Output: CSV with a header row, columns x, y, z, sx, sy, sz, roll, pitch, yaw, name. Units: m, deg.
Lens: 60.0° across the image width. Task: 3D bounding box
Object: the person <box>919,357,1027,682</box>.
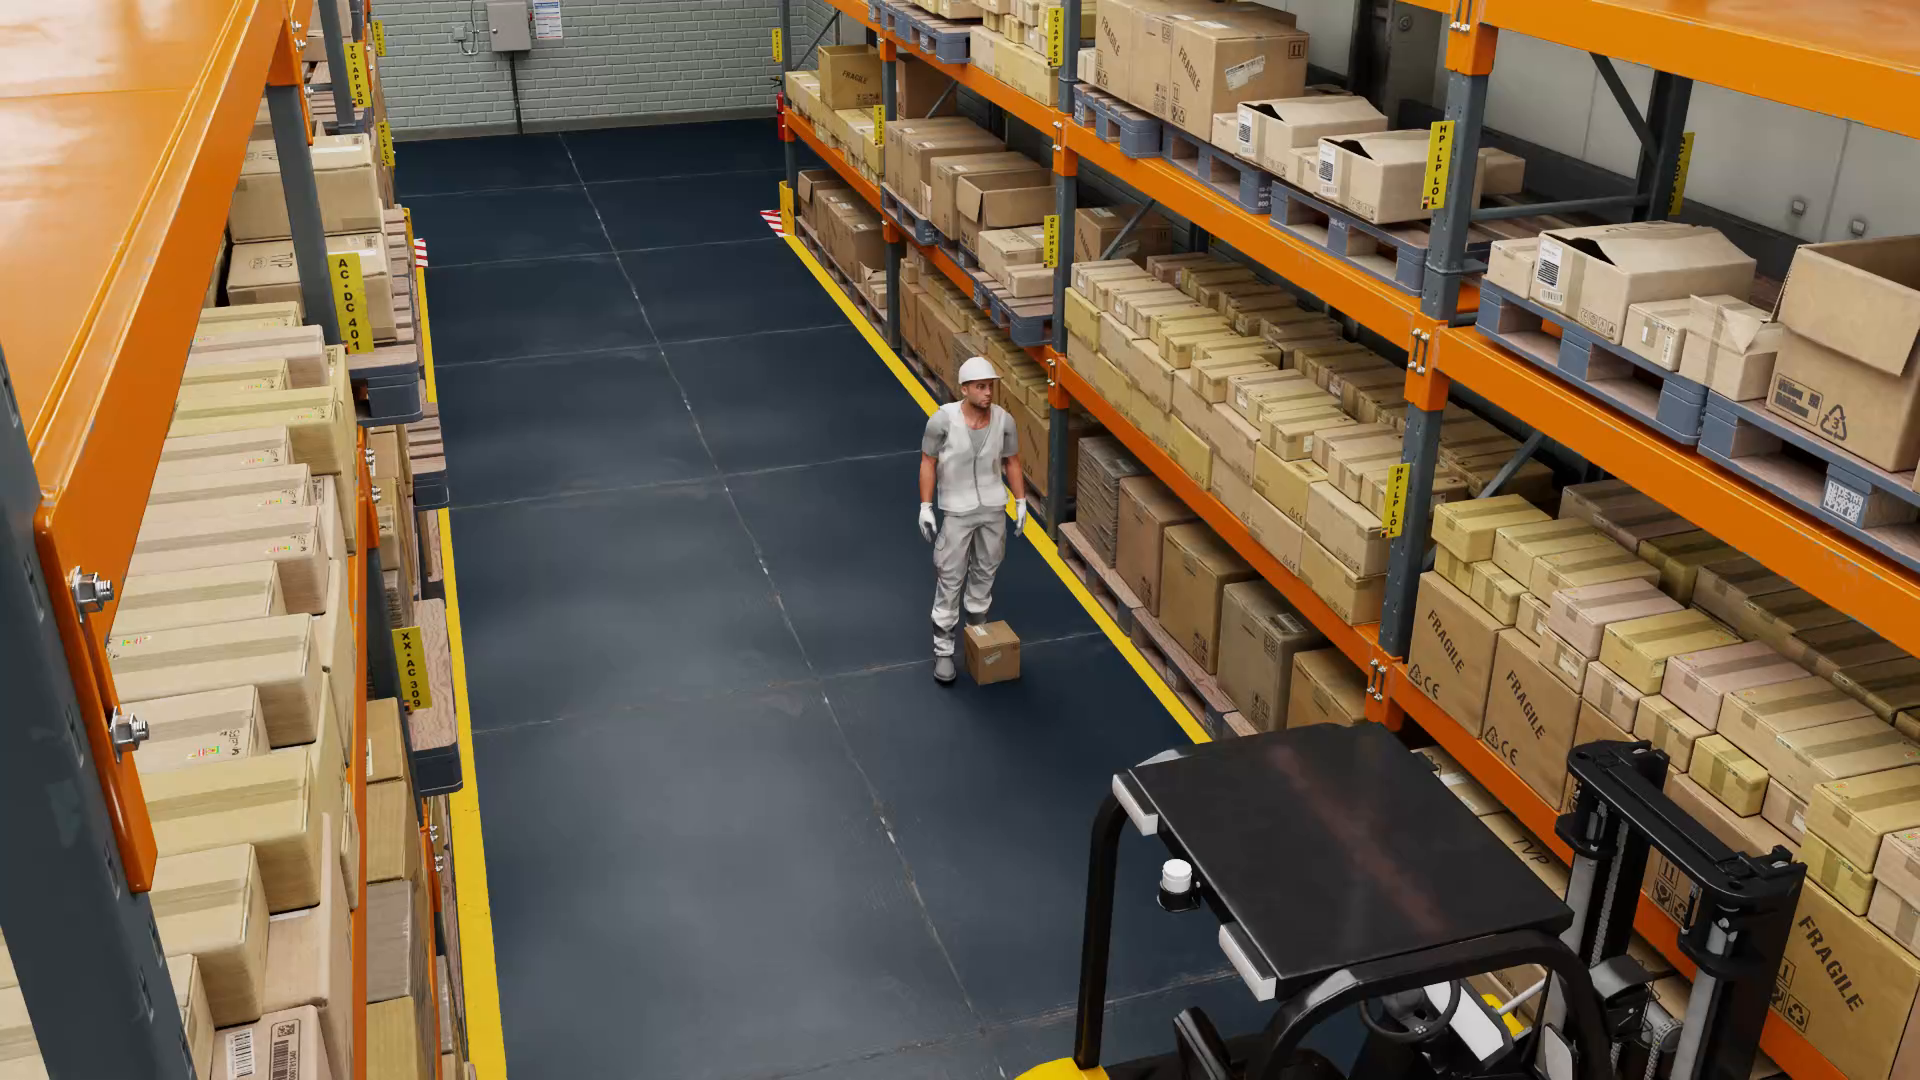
x,y,z,sx,sy,sz,roll,pitch,yaw,name
0.089,-0.129,9.327,0.638,1.789,0.563,-8,27,-16,person
